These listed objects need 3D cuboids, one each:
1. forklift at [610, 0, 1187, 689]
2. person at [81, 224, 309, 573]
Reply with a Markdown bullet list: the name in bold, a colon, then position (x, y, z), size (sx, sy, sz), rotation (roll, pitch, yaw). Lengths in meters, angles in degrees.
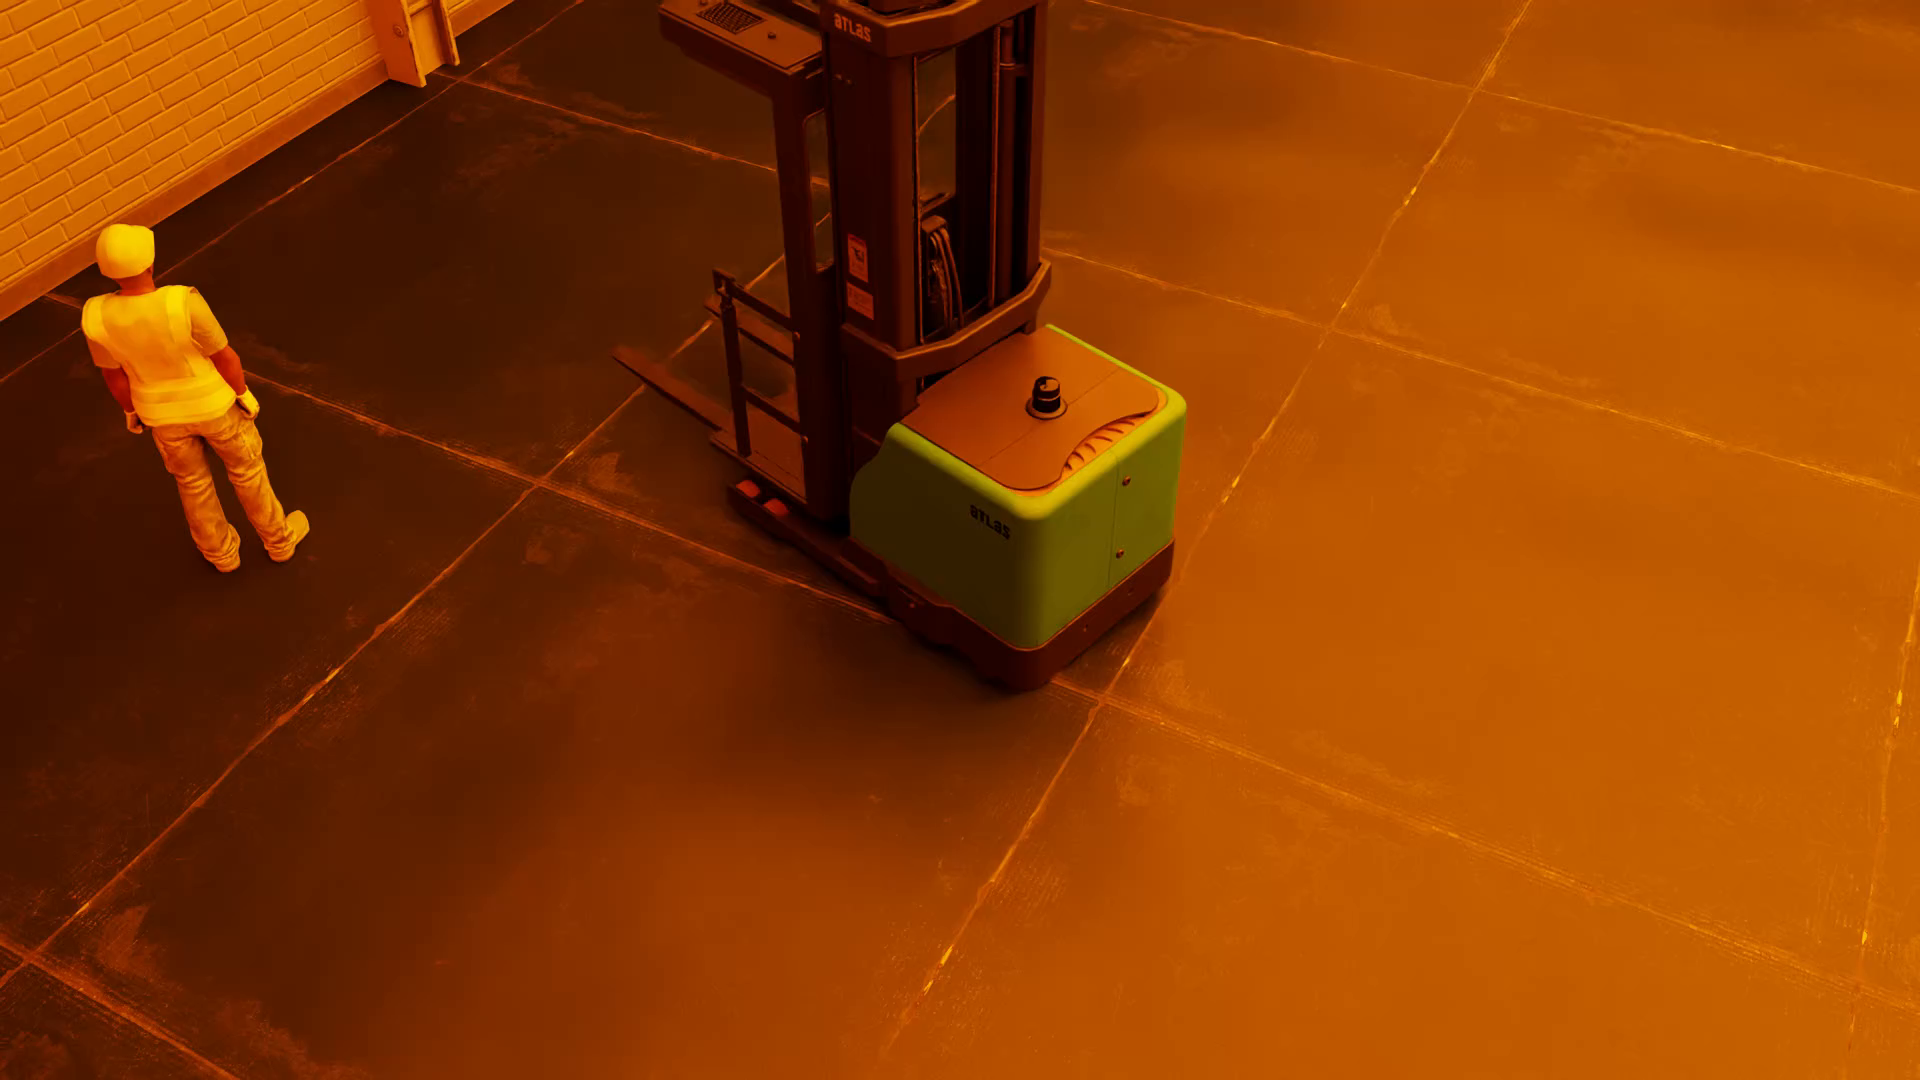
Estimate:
- **forklift**: position (-0.464, -1.327, 7.063), size (3.031, 2.935, 1.130), rotation (33, 52, 30)
- **person**: position (-3.300, -0.595, 7.121), size (0.542, 1.789, 0.385), rotation (-8, 44, -8)
